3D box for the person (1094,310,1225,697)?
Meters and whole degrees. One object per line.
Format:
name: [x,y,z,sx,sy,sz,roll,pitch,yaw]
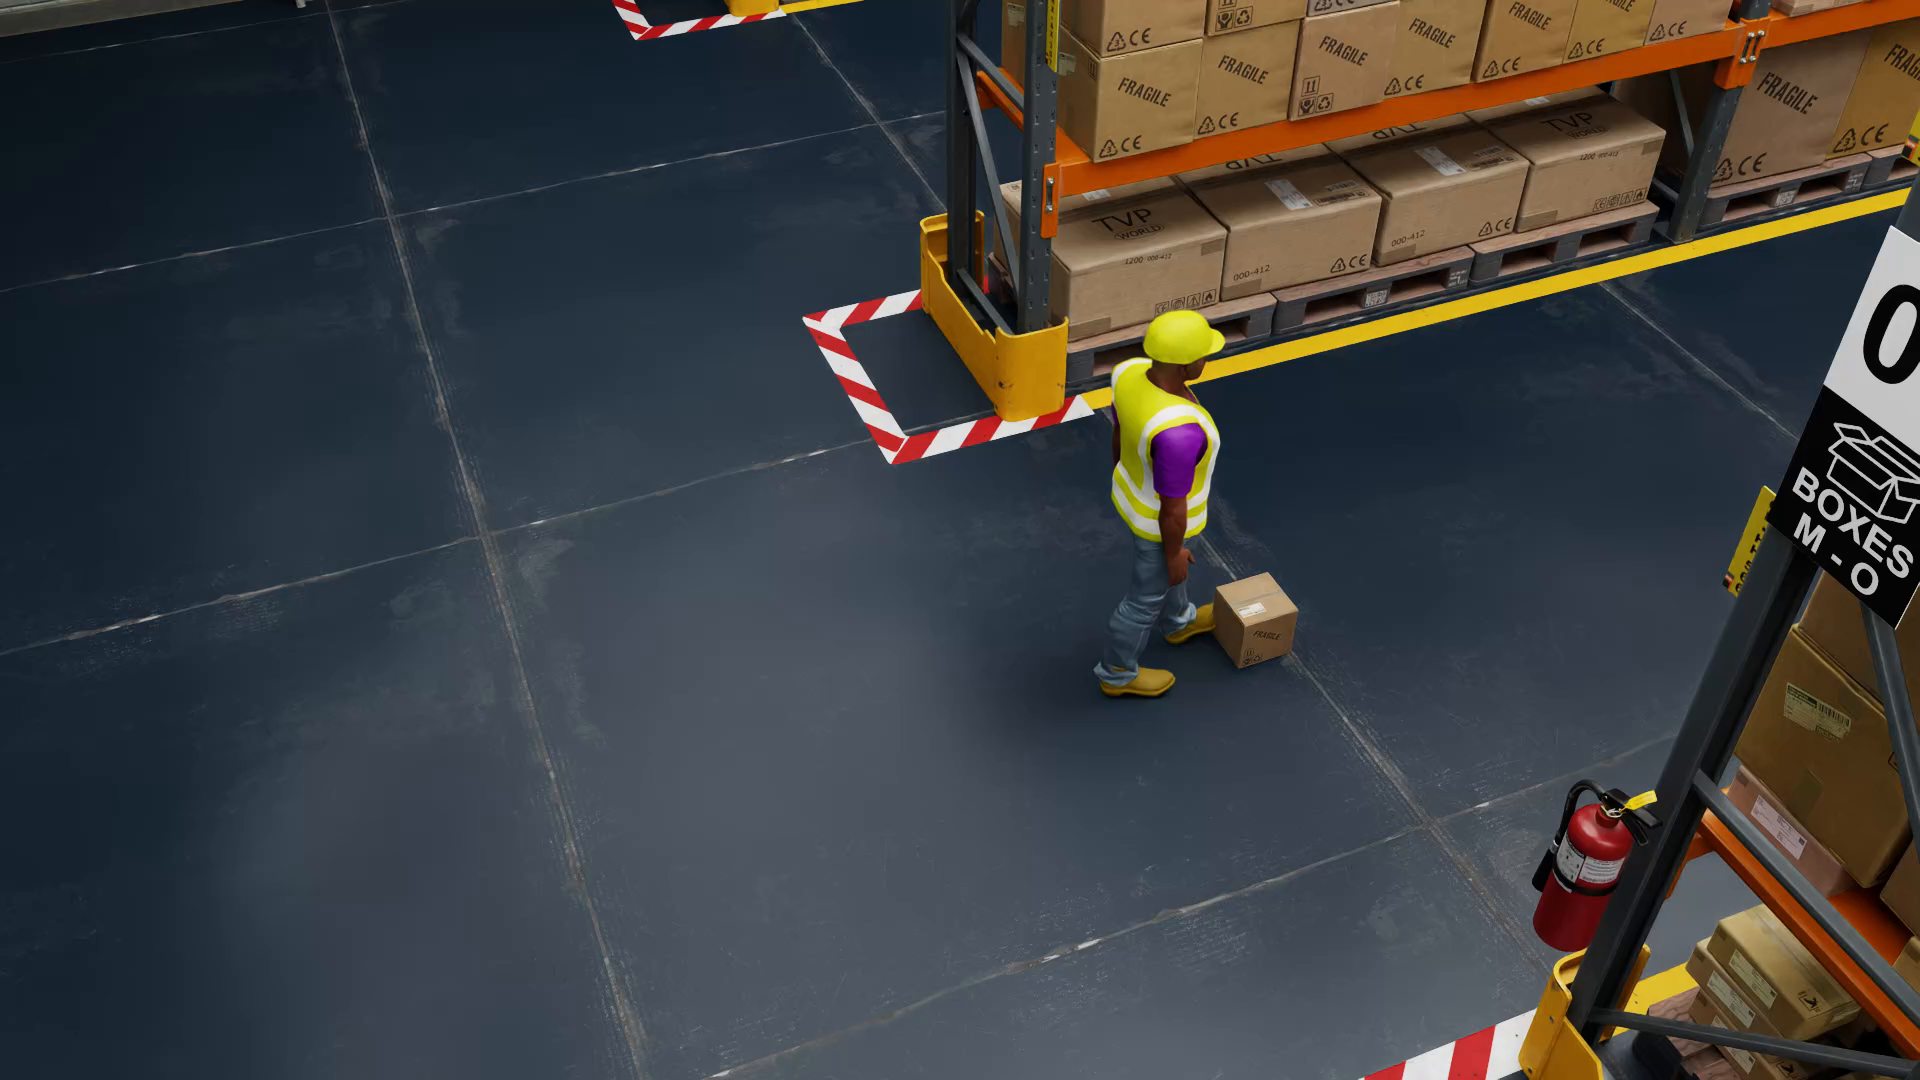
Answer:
person: [0.854,-0.149,6.302,0.684,1.758,0.610,-11,43,-13]
